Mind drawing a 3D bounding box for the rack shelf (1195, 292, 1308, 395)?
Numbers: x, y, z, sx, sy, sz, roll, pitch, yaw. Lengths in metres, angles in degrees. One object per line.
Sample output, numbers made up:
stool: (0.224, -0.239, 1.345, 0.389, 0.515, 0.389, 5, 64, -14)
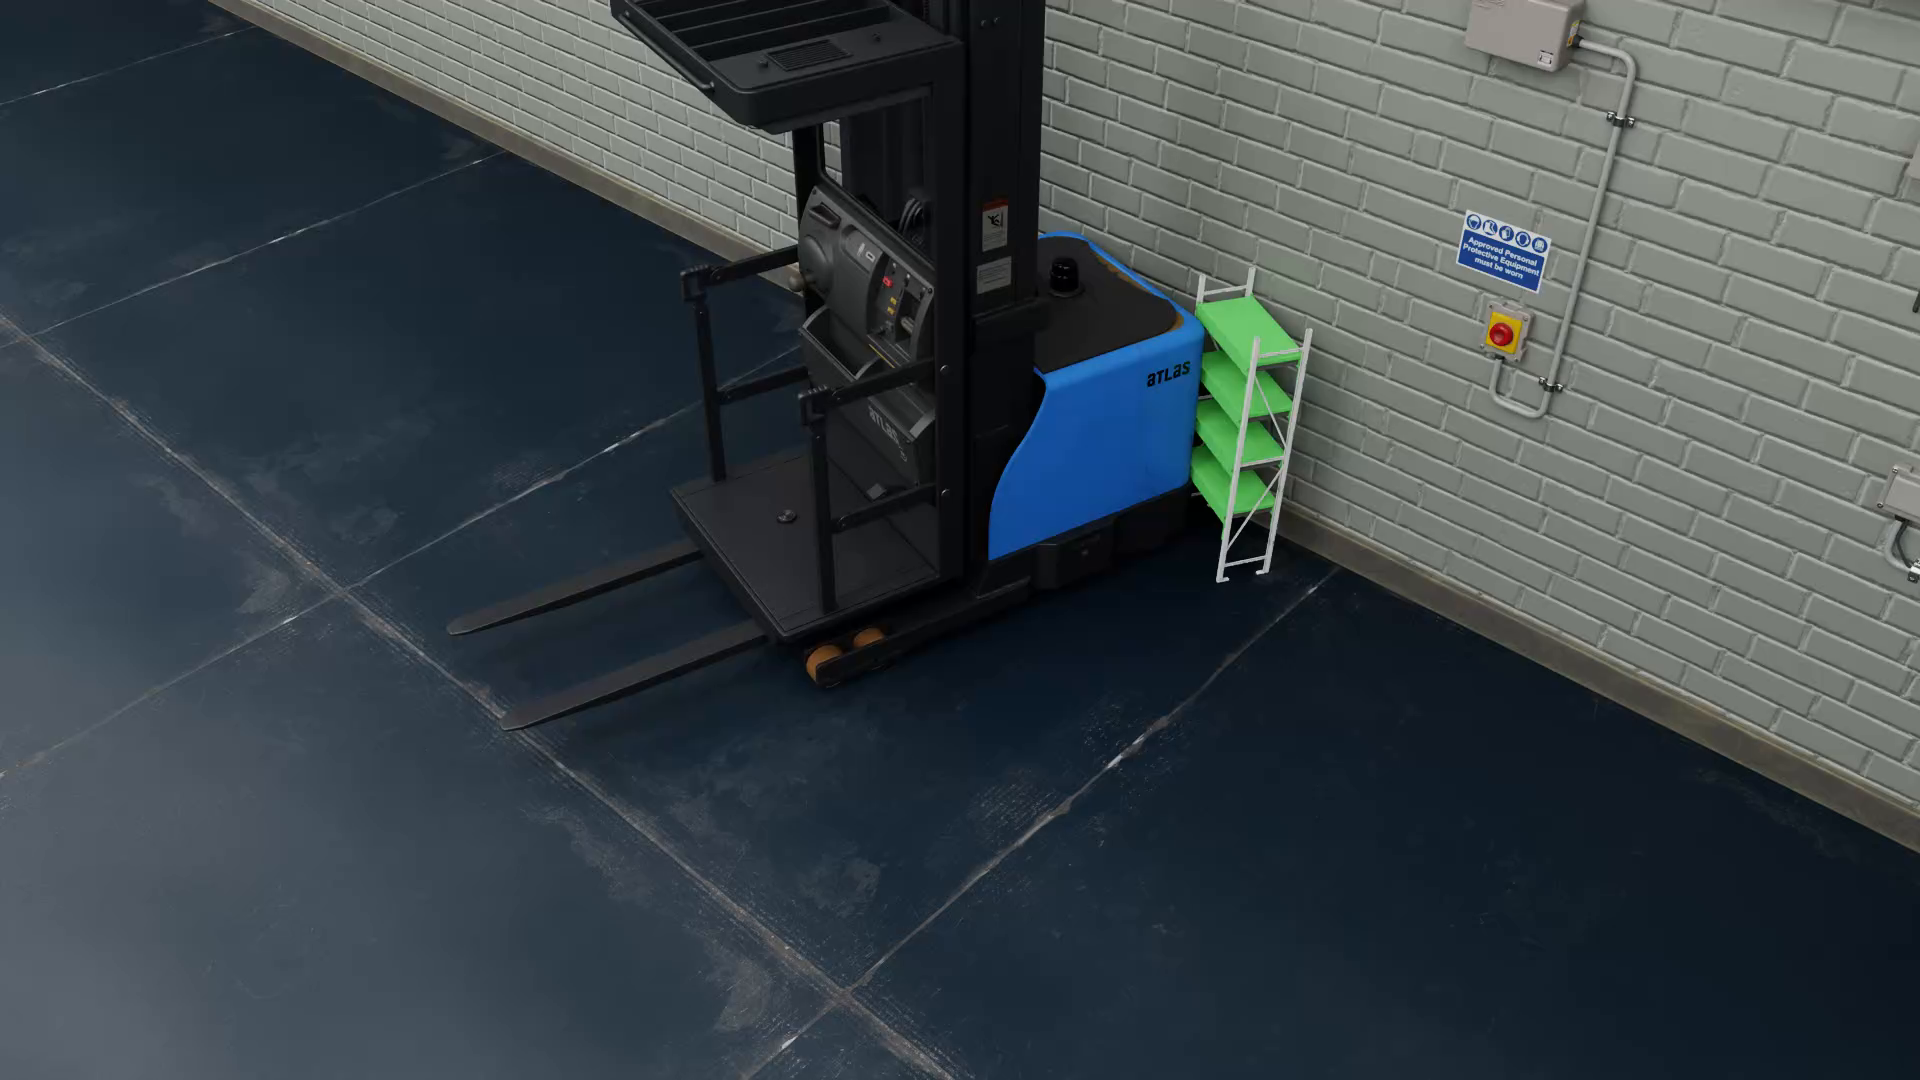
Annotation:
rack shelf: (1.145, -0.784, 6.596, 0.258, 0.148, 0.480, -11, 40, -15)

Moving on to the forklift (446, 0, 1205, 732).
forklift: (-0.533, -0.946, 6.085, 3.031, 2.935, 1.130, -21, 43, -24)

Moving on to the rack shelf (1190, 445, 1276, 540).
rack shelf: (1.128, -0.223, 7.047, 0.258, 0.148, 0.480, -11, 40, -15)

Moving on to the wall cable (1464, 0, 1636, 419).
wall cable: (1.923, -1.282, 5.610, 0.585, 1.953, 0.123, 30, 47, 32)

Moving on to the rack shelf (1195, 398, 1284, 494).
rack shelf: (1.134, -0.410, 6.897, 0.258, 0.148, 0.480, -11, 40, -15)

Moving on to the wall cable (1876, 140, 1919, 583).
wall cable: (2.978, -0.679, 4.878, 0.588, 1.984, 0.122, 30, 47, 32)

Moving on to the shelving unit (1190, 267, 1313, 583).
shelving unit: (1.135, -0.459, 6.857, 0.258, 1.200, 0.503, -11, 40, -15)

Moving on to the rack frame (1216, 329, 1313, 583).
rack frame: (1.212, -0.313, 6.677, 0.240, 1.200, 0.015, -11, 40, -15)

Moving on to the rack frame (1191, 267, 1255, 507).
rack frame: (1.058, -0.606, 7.036, 0.240, 1.200, 0.015, -11, 40, -15)

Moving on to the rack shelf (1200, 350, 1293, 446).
rack shelf: (1.139, -0.597, 6.746, 0.258, 0.148, 0.480, -11, 40, -15)

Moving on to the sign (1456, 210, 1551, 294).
sign: (1.929, -1.026, 5.913, 0.327, 0.218, 0.001, 30, 47, 32)
